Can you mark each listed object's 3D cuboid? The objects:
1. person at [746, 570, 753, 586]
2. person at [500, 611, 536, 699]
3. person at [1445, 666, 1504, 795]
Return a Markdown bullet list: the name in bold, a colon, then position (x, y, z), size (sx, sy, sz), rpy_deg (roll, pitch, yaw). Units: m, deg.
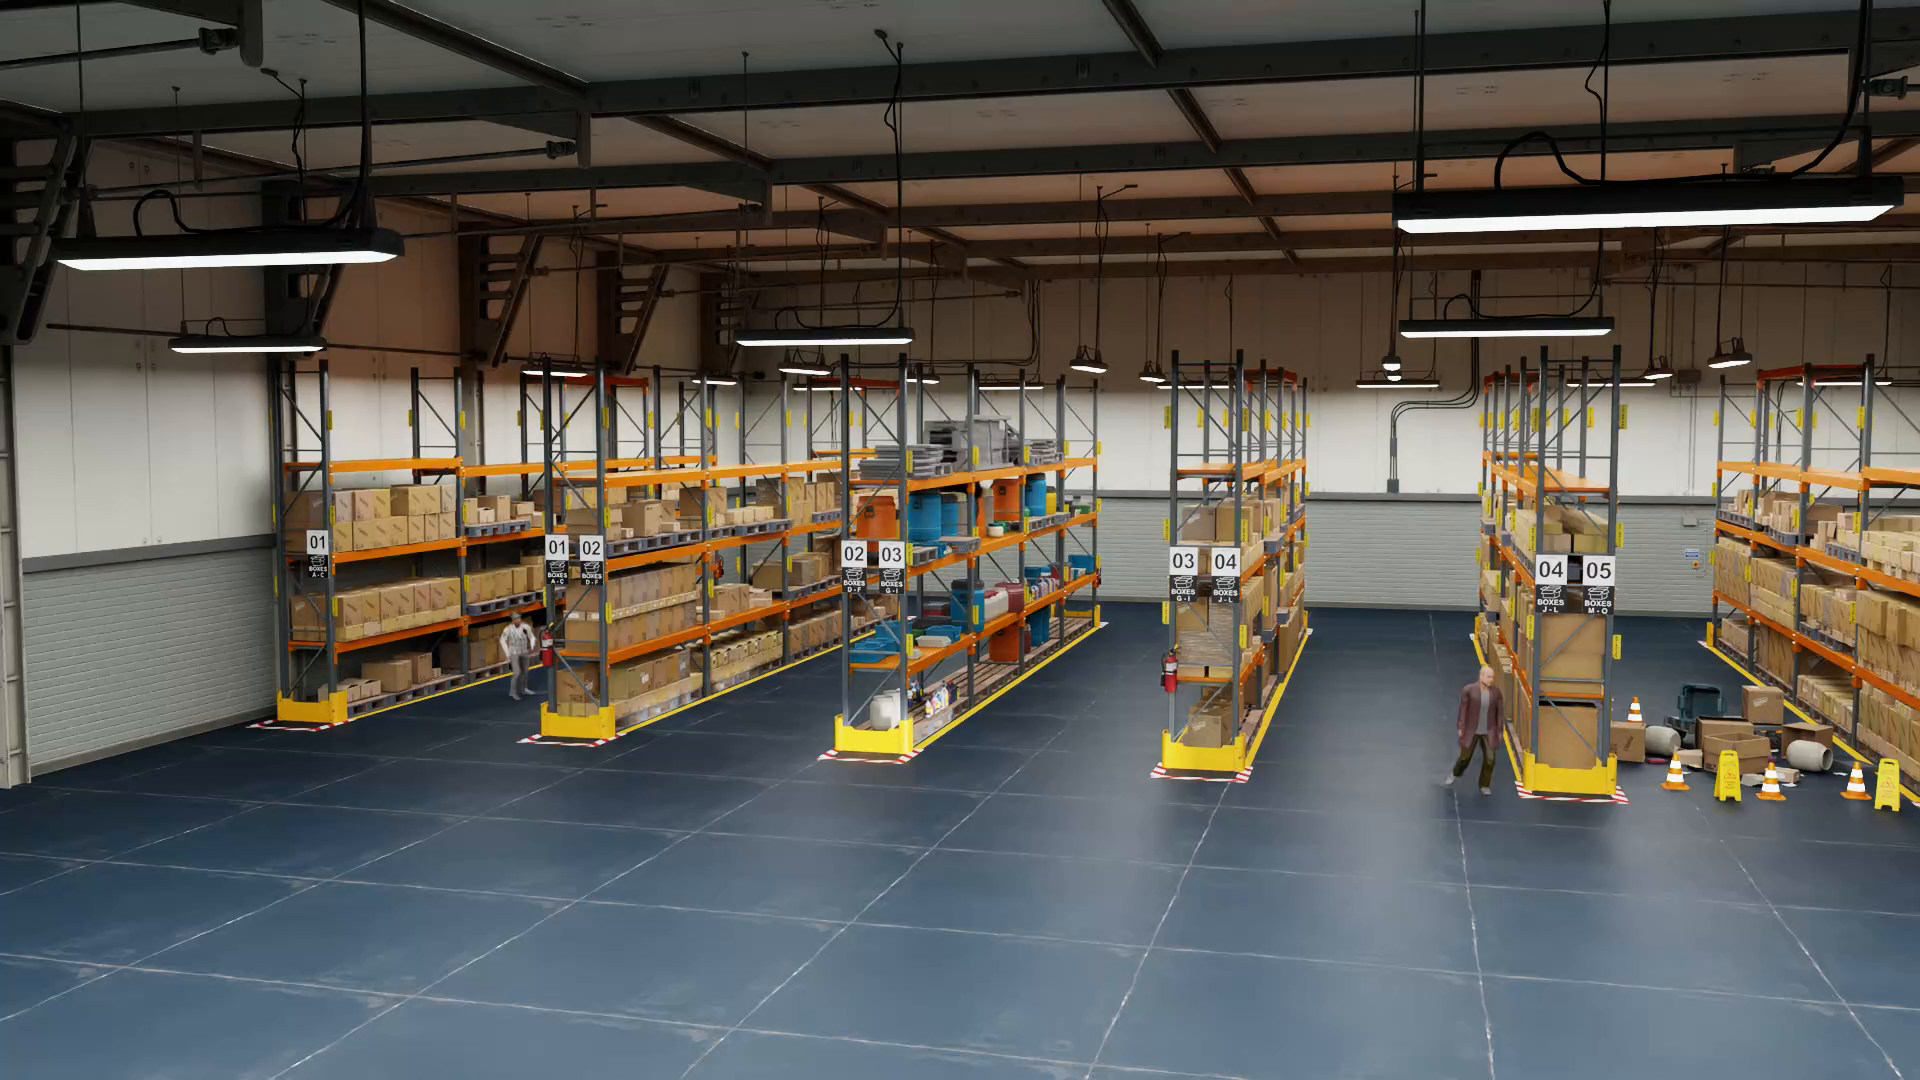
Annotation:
- **person**: position (-4.850, 1.404, 39.954), size (0.660, 1.445, 0.982), rpy_deg (0, 4, 0)
- **person**: position (-7.929, 2.064, 30.012), size (0.636, 1.620, 0.762), rpy_deg (-4, 5, -40)
- **person**: position (6.890, 2.523, 22.257), size (0.714, 1.726, 0.652), rpy_deg (0, 4, 5)
